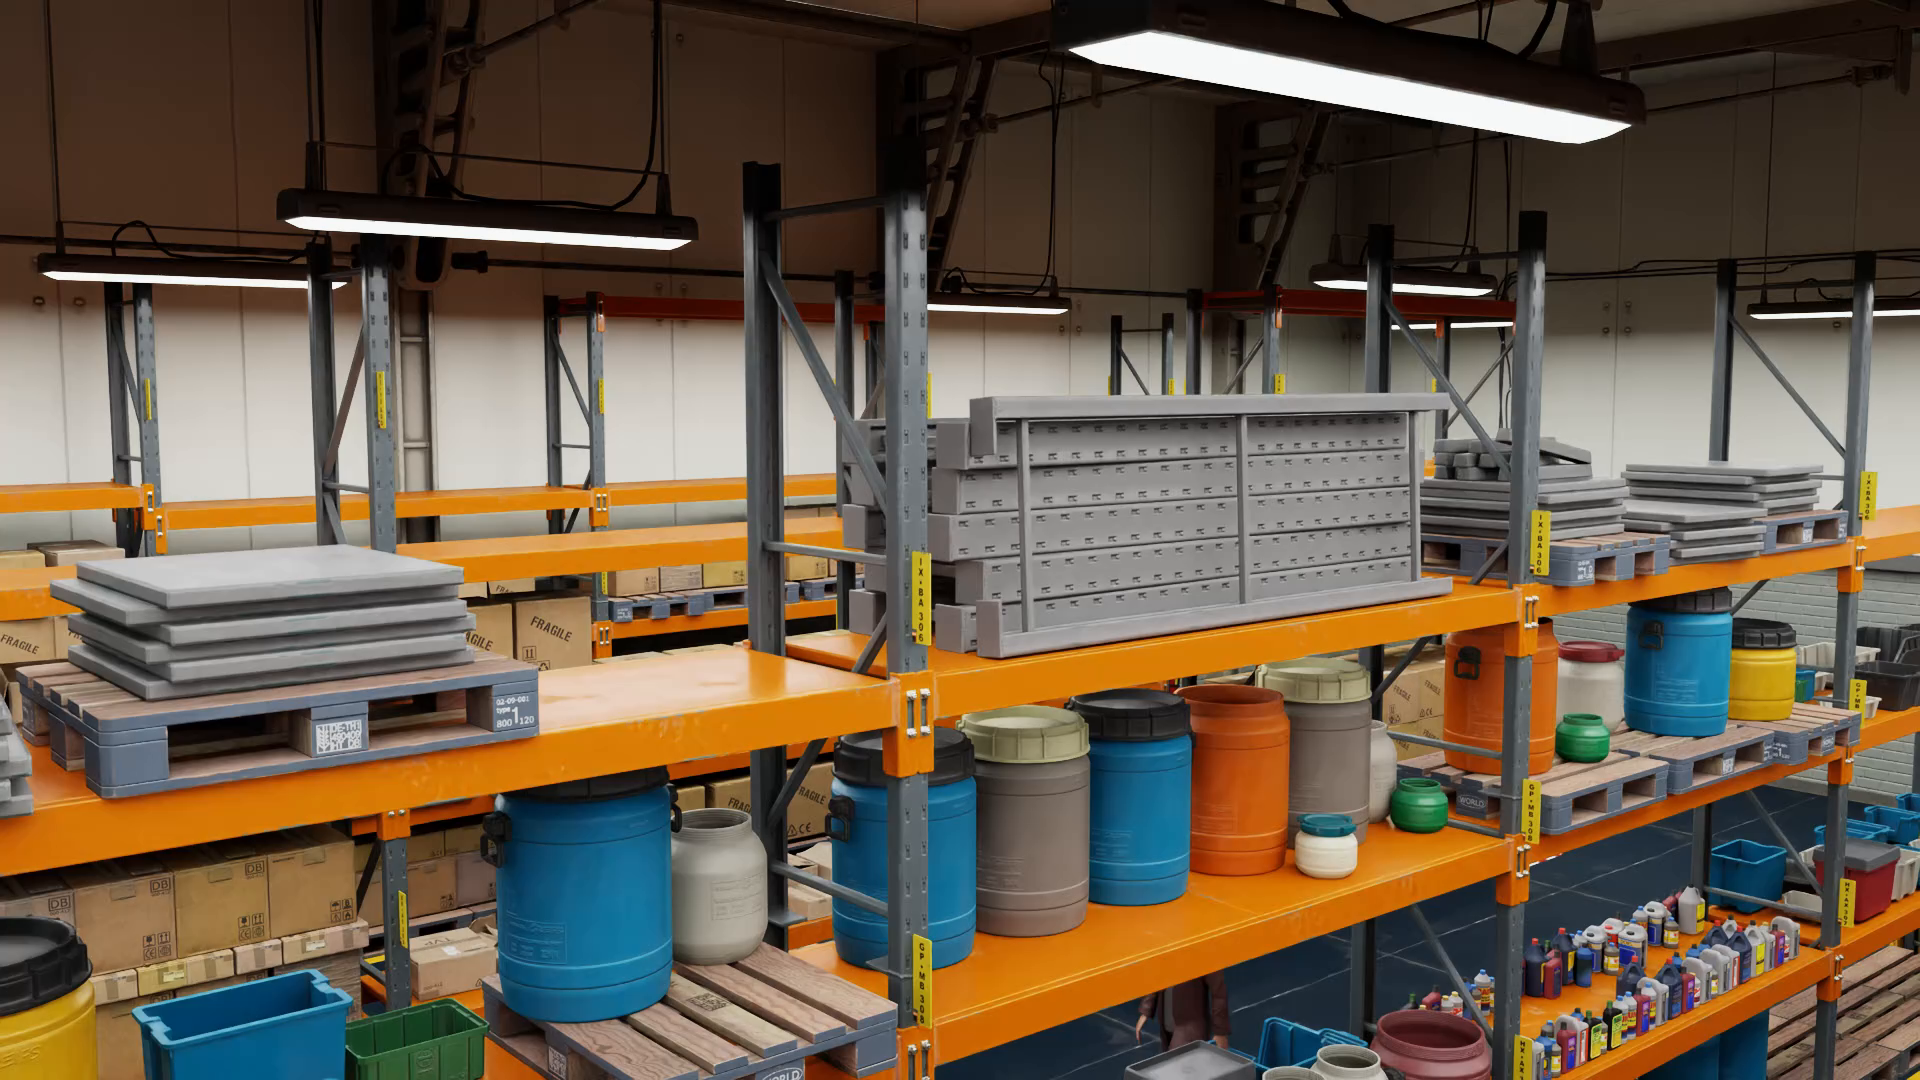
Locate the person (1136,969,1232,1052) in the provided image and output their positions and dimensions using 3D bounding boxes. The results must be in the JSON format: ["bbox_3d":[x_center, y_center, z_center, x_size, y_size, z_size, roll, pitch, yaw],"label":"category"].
[{"bbox_3d":[1.425,3.224,10.986,0.993,1.726,0.629,-3,6,-31],"label":"person"}]
